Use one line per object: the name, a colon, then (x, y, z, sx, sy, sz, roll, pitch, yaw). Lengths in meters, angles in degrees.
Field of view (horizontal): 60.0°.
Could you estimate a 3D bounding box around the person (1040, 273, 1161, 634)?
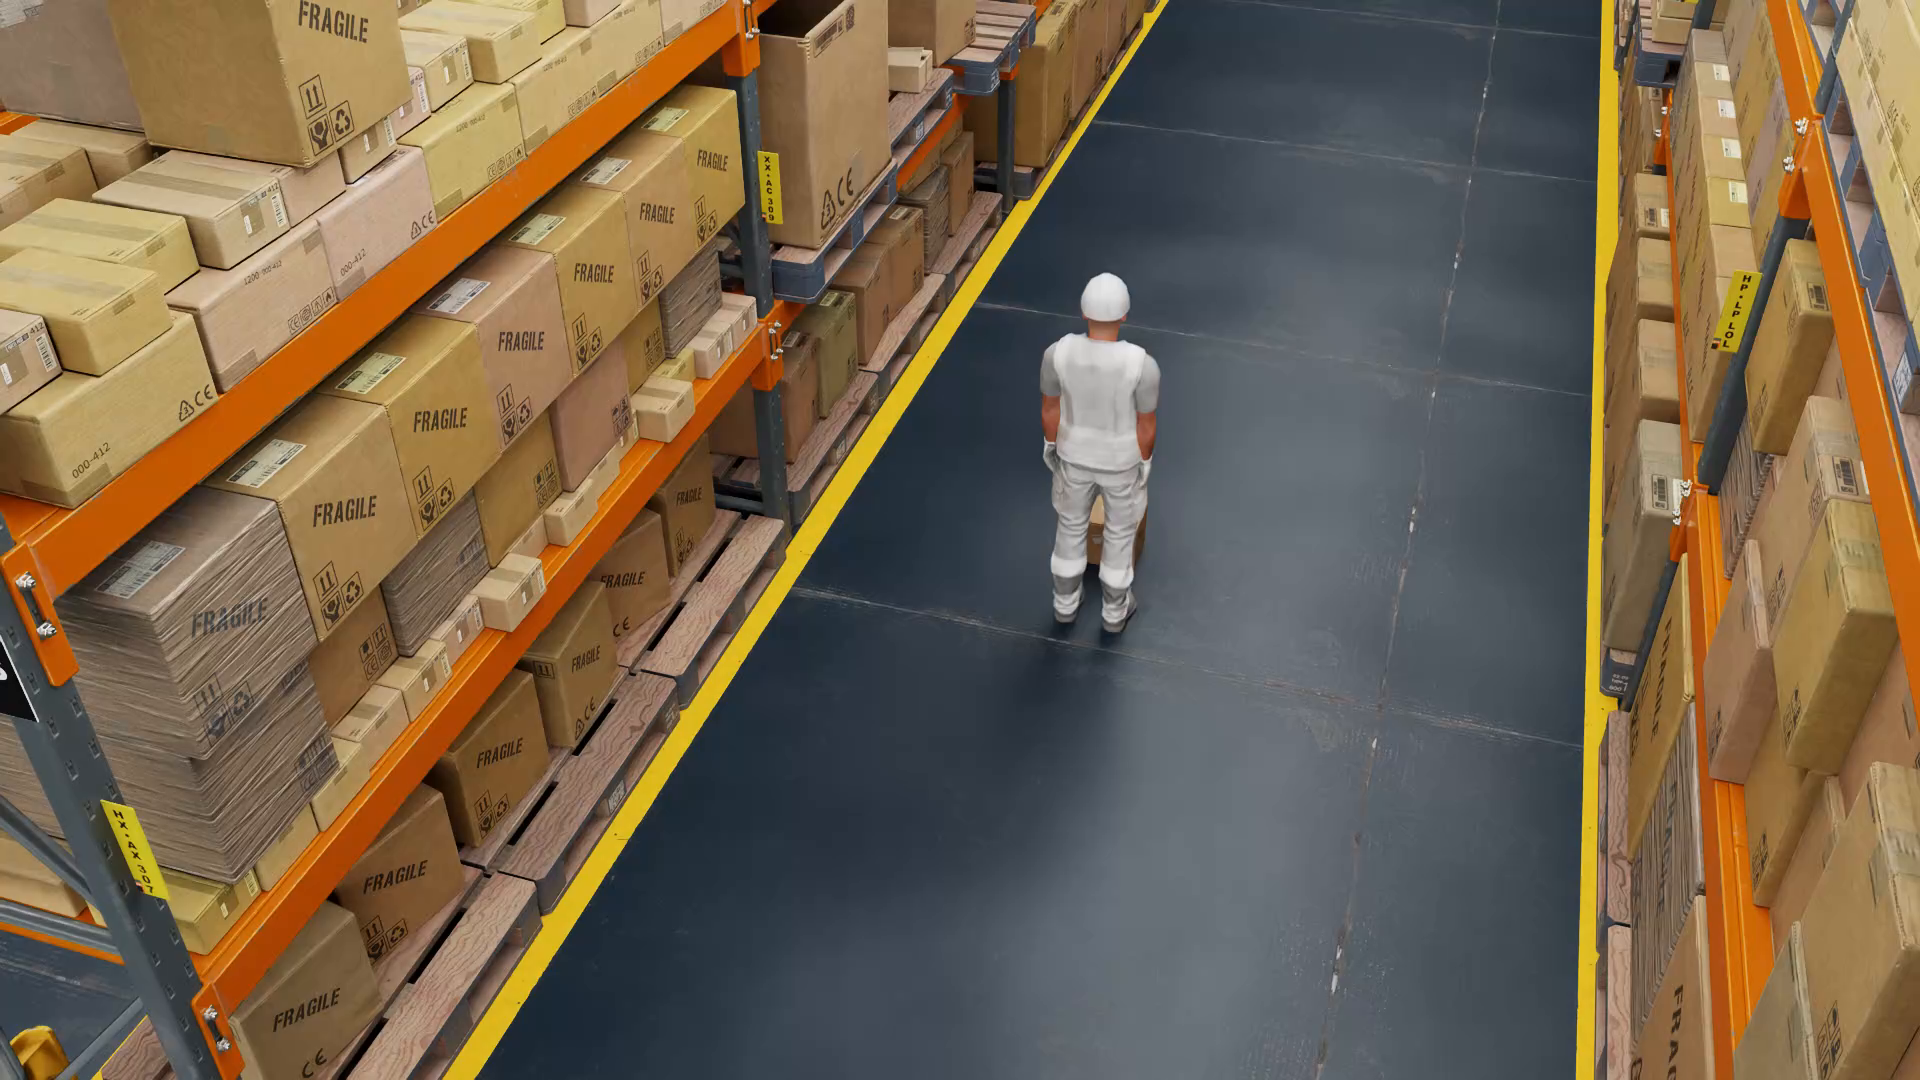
person: (0.612, -0.377, 7.379, 0.524, 1.785, 0.340, 11, 38, 15)
